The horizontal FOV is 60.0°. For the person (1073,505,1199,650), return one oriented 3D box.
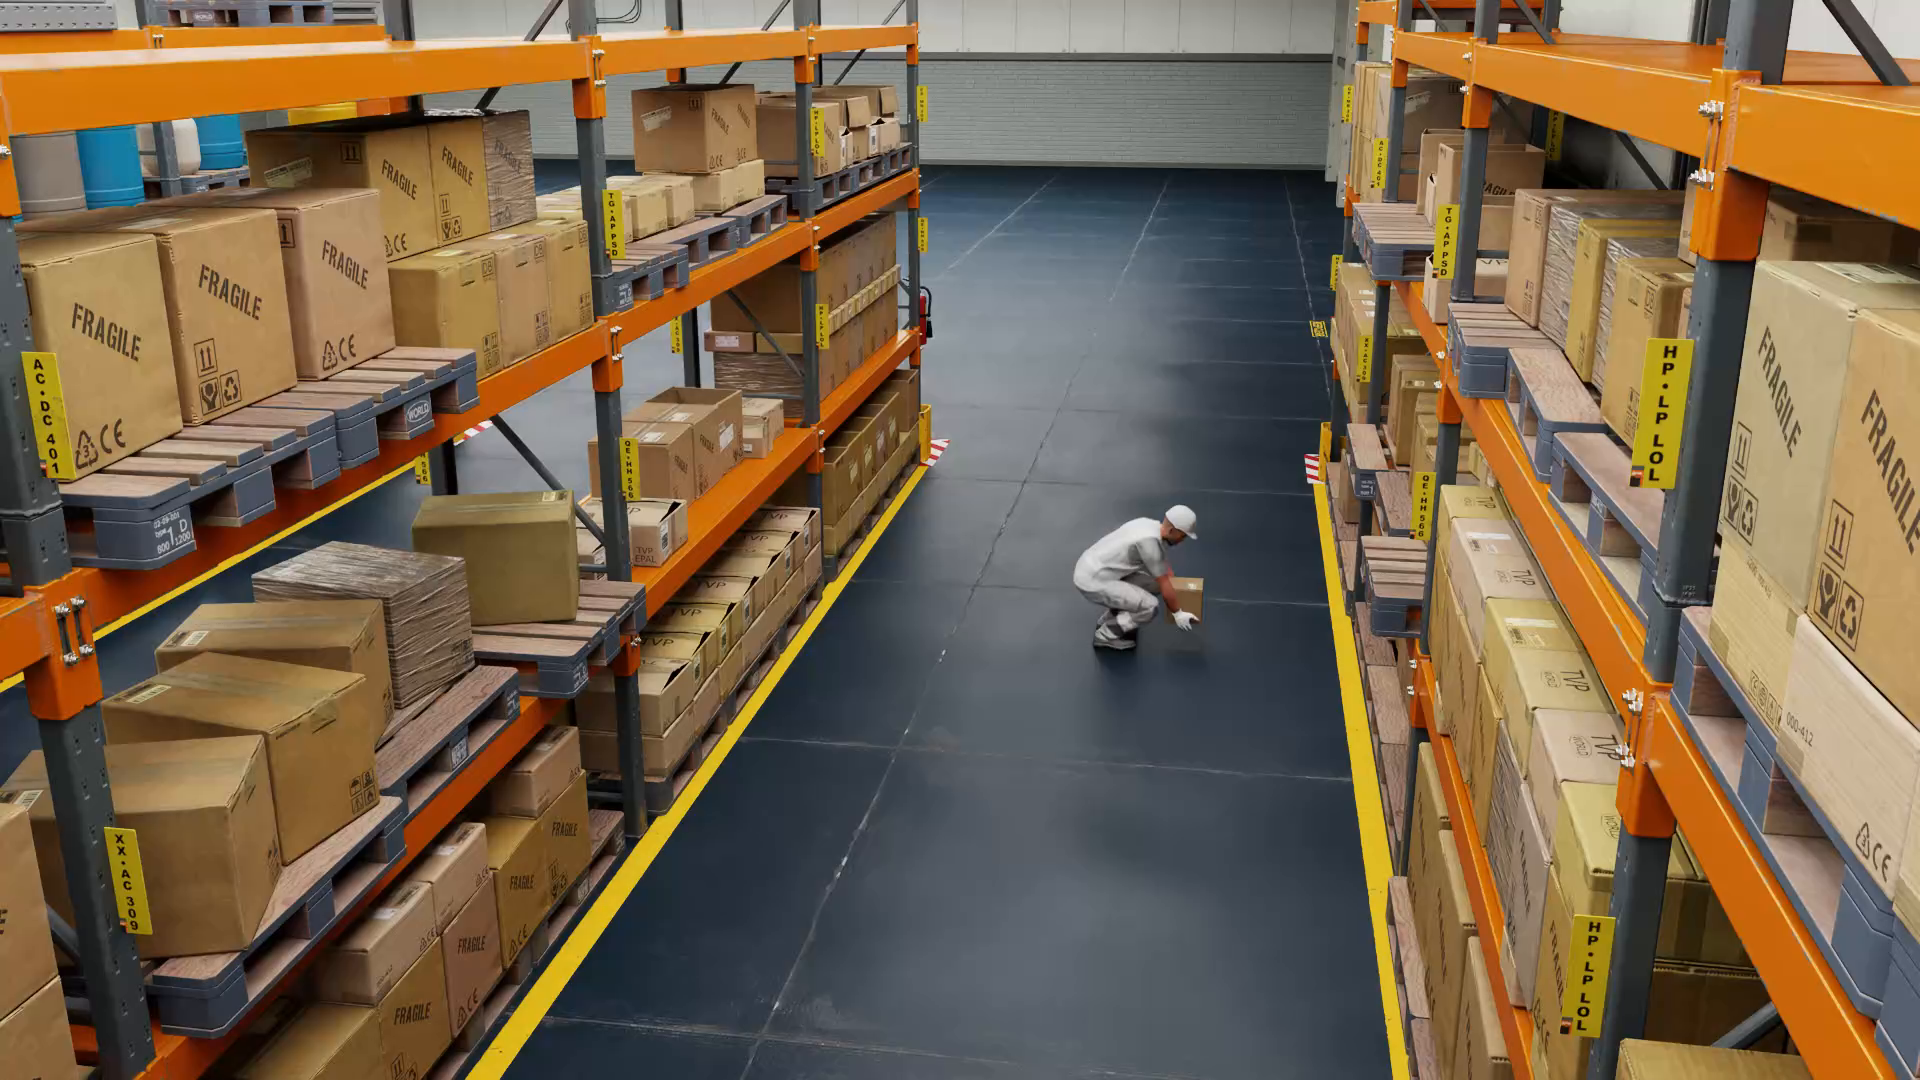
[{"bbox_3d":[1.235,0.242,11.569,0.892,0.998,0.547,2,18,8],"label":"person"}]
